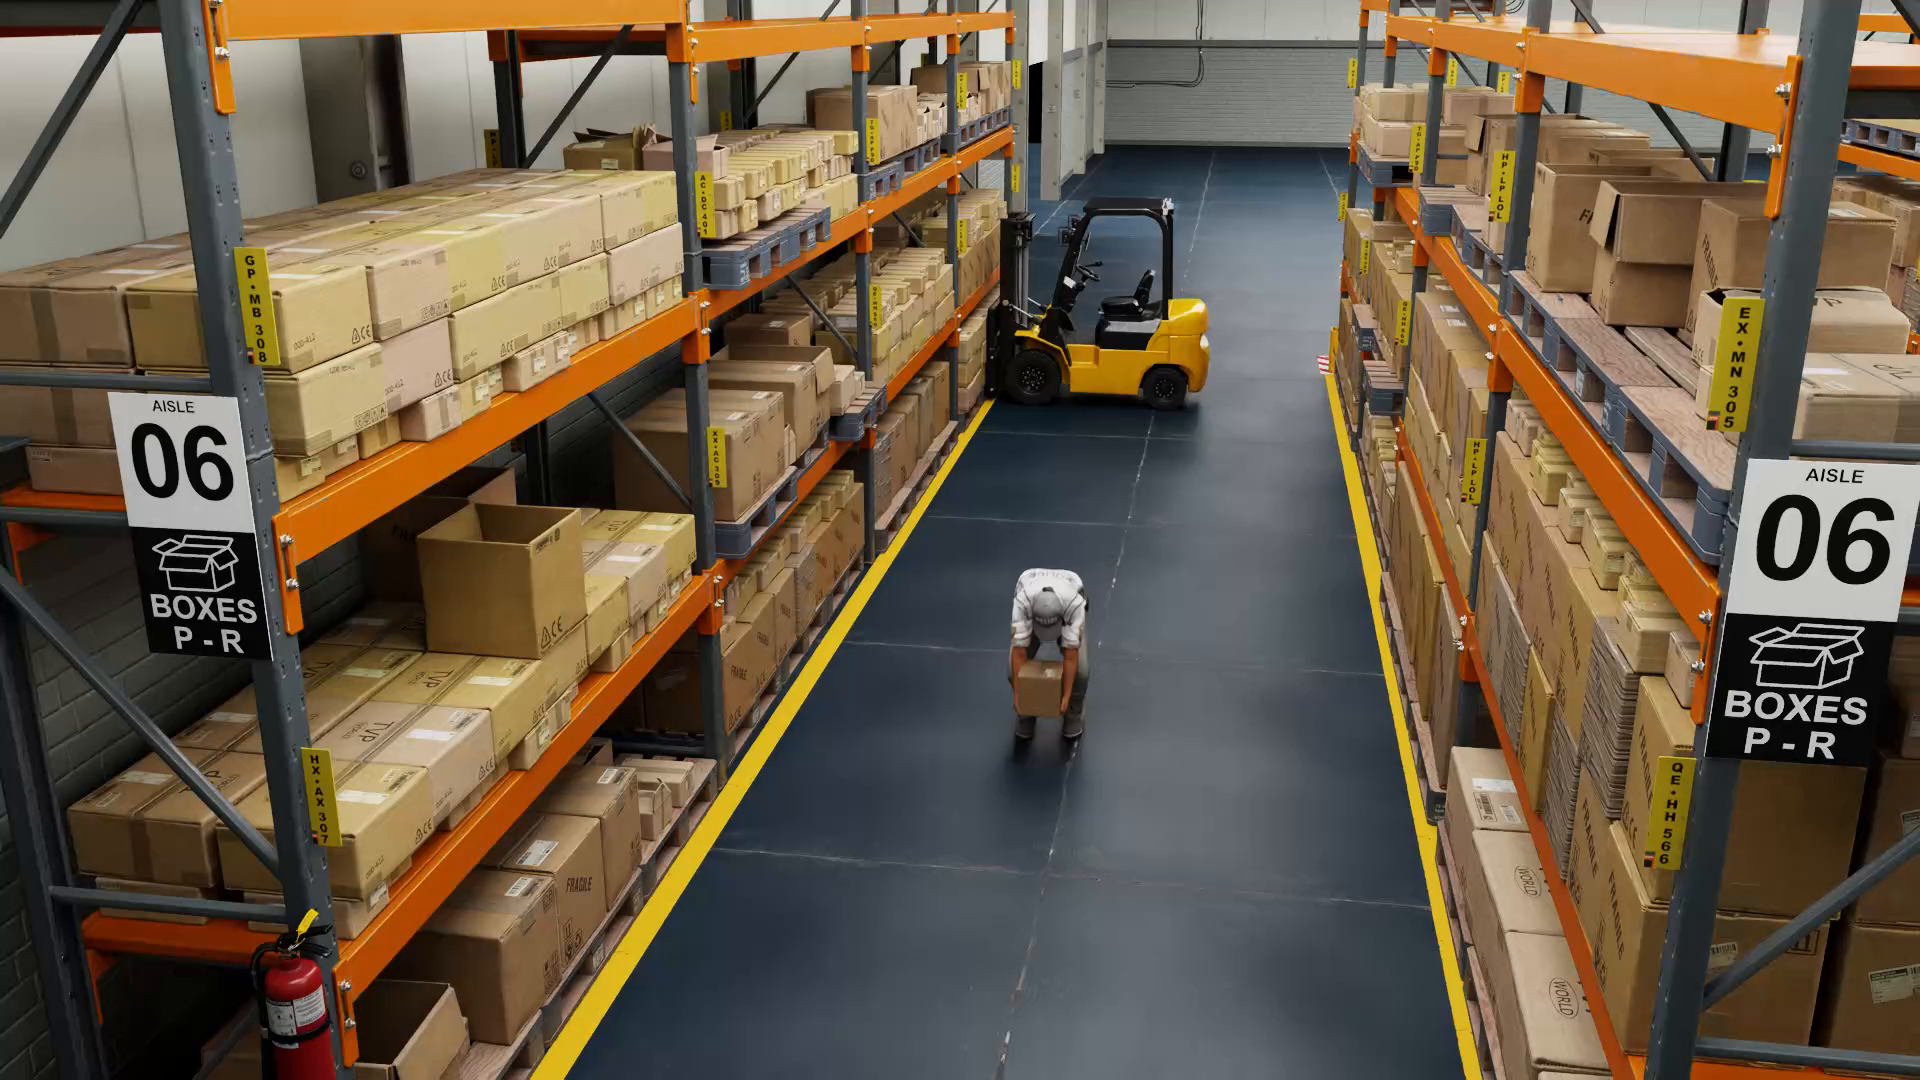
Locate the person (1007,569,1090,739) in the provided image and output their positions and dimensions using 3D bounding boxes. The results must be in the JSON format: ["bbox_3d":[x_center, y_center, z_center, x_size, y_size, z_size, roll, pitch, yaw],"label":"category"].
[{"bbox_3d":[0.525,0.694,9.882,0.499,1.073,0.932,2,18,6],"label":"person"}]
